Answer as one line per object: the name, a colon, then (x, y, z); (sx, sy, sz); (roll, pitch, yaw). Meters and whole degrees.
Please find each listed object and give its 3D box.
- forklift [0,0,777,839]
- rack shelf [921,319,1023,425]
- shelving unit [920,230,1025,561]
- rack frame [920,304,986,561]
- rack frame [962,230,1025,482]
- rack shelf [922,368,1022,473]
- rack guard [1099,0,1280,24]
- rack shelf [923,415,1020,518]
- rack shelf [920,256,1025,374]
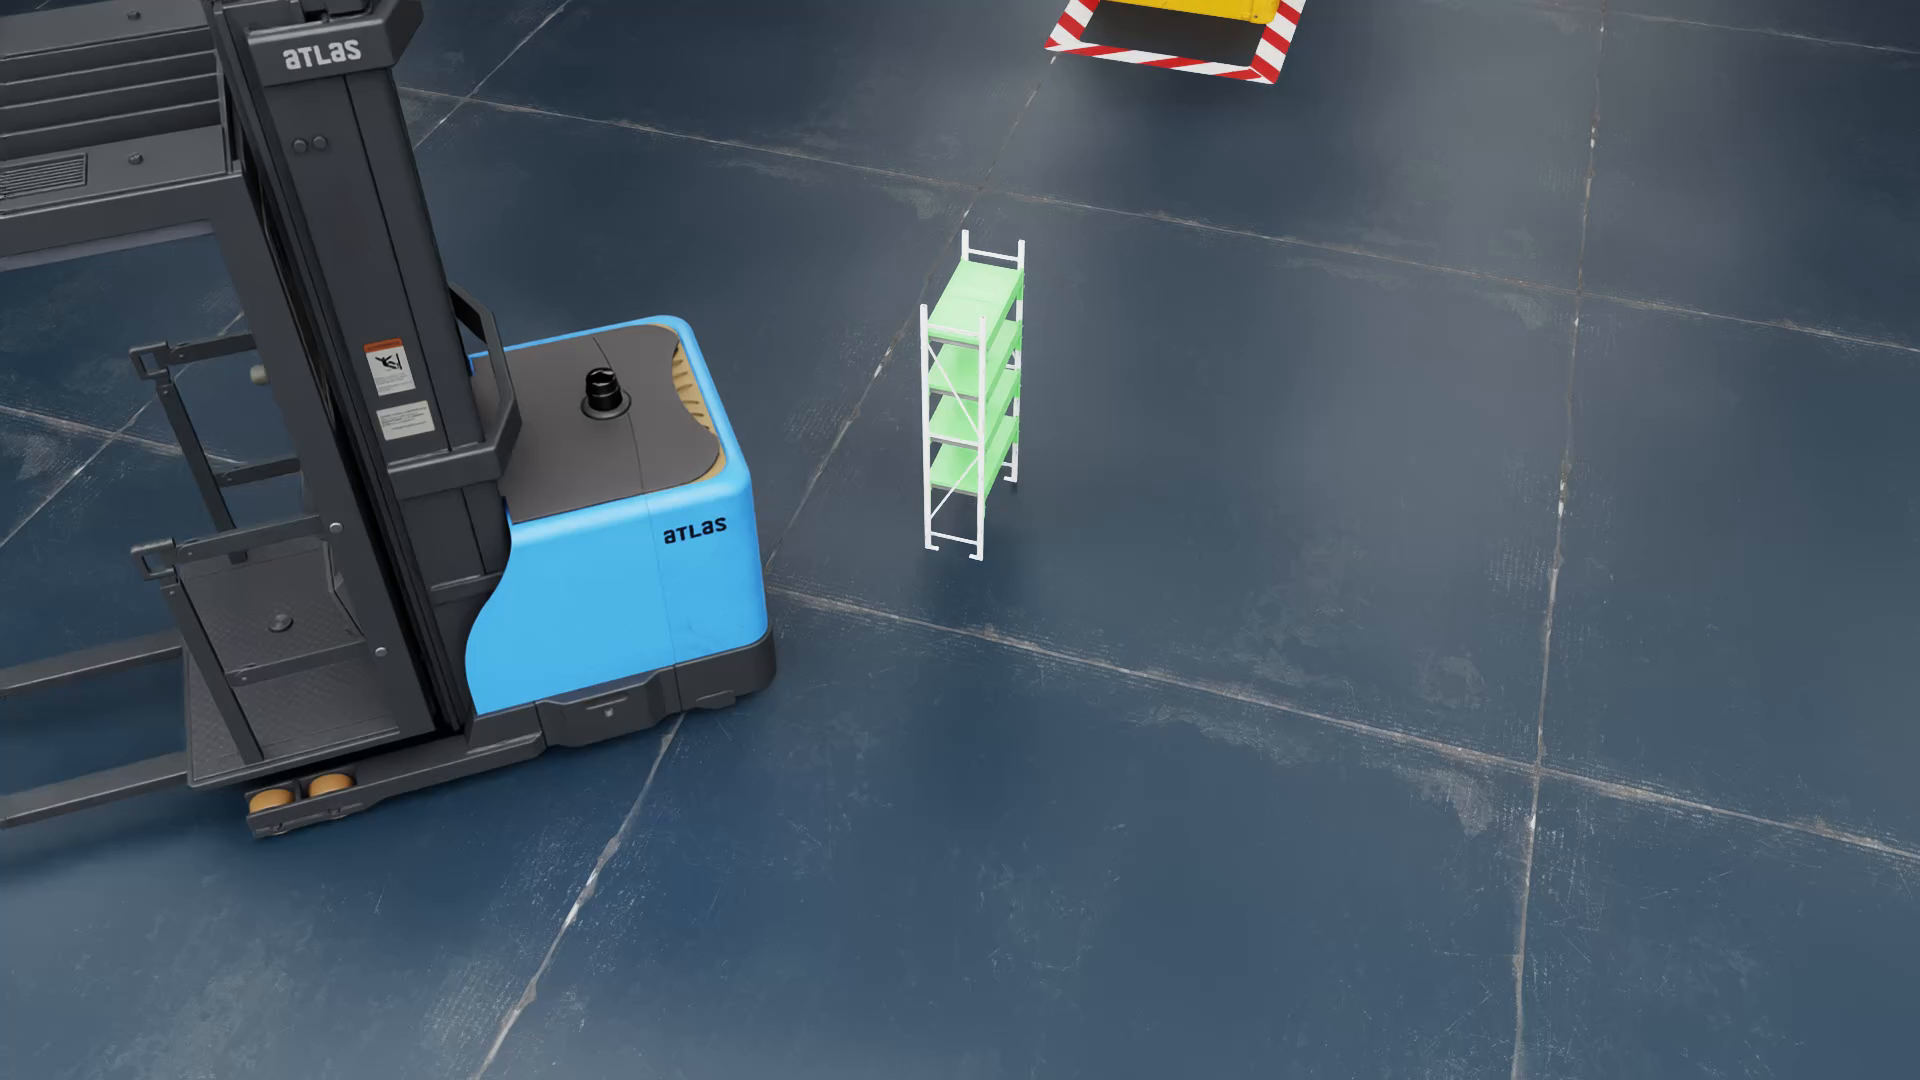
forklift: (-2.251, -0.453, 5.118); (3.031, 2.935, 1.130); (-14, 46, -14)
rack shelf: (0.050, -0.665, 6.320); (0.258, 0.148, 0.480); (13, 46, 12)
shelving unit: (0.050, -0.539, 6.443); (0.258, 1.200, 0.503); (13, 46, 12)
rack frame: (-0.024, -0.377, 6.277); (0.240, 1.200, 0.015); (13, 46, 12)
rack frame: (0.124, -0.702, 6.609); (0.240, 1.200, 0.015); (13, 46, 12)
rack shelf: (0.050, -0.494, 6.488); (0.258, 0.148, 0.480); (13, 46, 12)
rack guard: (1.341, -3.473, 9.942); (1.175, 0.500, 0.348); (13, 46, 13)
rack shelf: (0.050, -0.322, 6.656); (0.258, 0.148, 0.480); (13, 46, 12)
rack shelf: (0.050, -0.837, 6.152); (0.258, 0.148, 0.480); (13, 46, 12)
